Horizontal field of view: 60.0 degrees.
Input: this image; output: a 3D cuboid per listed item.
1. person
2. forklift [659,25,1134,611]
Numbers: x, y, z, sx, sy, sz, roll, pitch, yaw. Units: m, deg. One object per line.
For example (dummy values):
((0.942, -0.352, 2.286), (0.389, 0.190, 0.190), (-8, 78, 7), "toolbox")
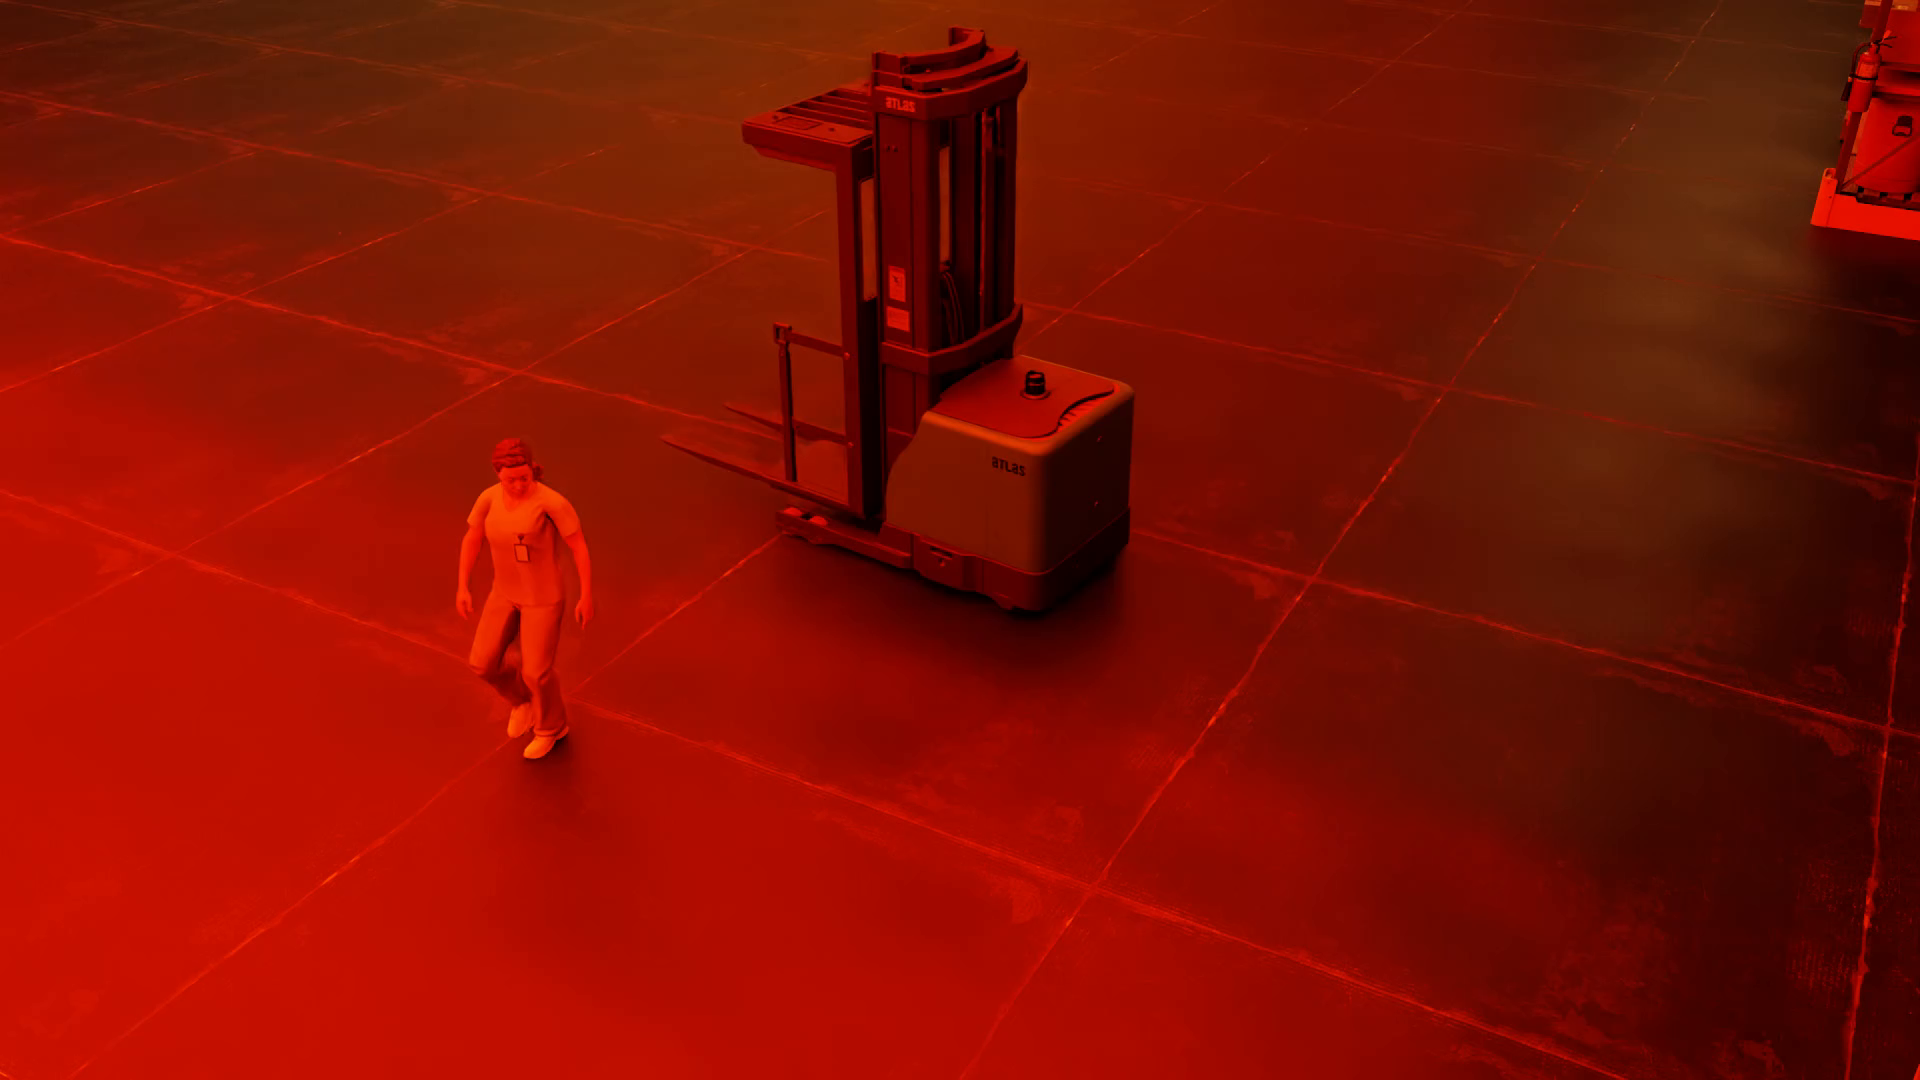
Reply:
((-2.018, 0.290, 7.859), (0.689, 1.651, 0.473), (12, 32, 20), "person")
((-0.504, -1.439, 9.564), (3.031, 2.935, 1.130), (19, 35, 30), "forklift")
